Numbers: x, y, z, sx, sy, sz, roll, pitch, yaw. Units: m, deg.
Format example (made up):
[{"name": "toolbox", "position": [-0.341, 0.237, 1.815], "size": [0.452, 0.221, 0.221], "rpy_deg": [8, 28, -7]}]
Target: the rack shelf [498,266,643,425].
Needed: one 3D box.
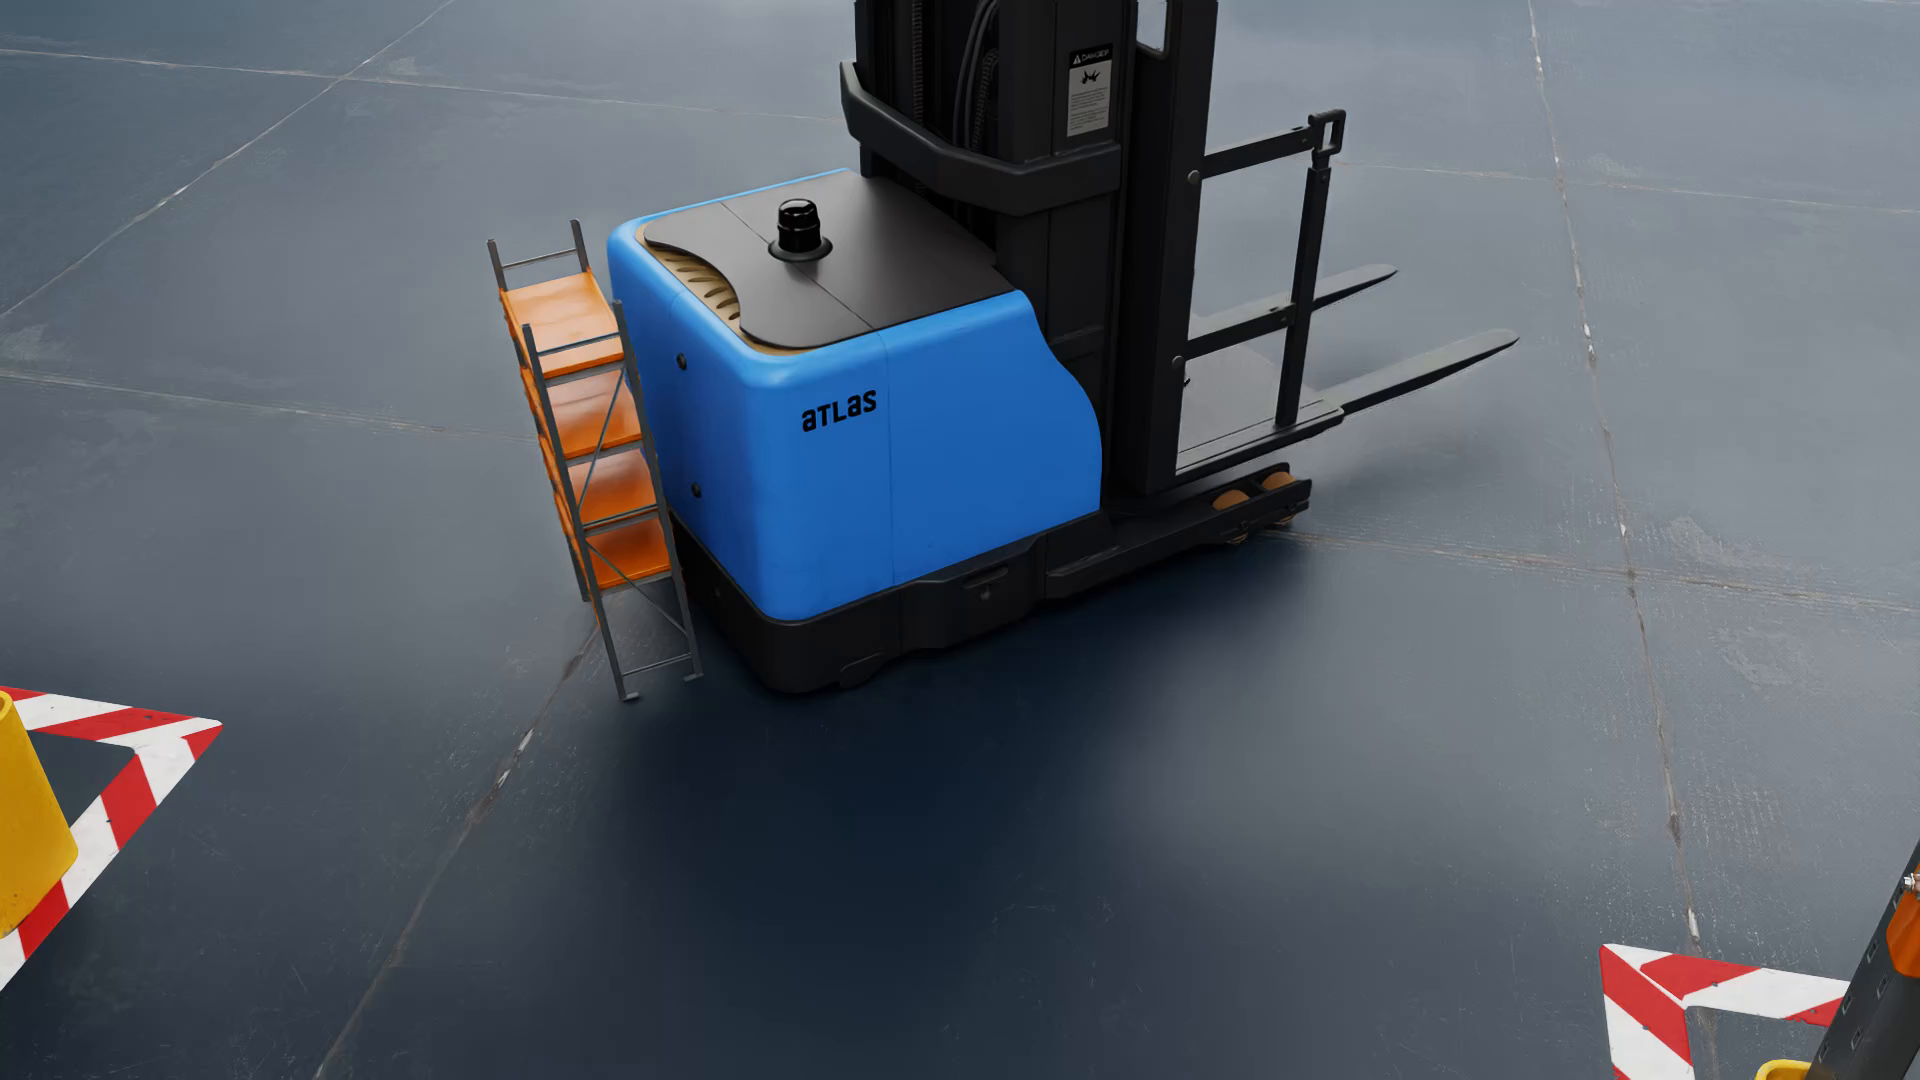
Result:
[{"name": "rack shelf", "position": [-0.997, -0.504, 4.240], "size": [0.258, 0.148, 0.480], "rpy_deg": [-17, 39, -15]}]

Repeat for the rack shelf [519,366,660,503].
[{"name": "rack shelf", "position": [-0.981, -0.317, 4.383], "size": [0.258, 0.148, 0.480], "rpy_deg": [-17, 39, -15]}]

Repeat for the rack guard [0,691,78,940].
[{"name": "rack guard", "position": [-2.801, 0.590, 4.010], "size": [1.175, 0.500, 0.348], "rpy_deg": [7, 37, 10]}]

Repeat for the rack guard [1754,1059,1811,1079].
[{"name": "rack guard", "position": [2.001, 1.327, 2.993], "size": [1.175, 0.500, 0.348], "rpy_deg": [7, 37, 10]}]

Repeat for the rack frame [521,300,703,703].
[{"name": "rack frame", "position": [-0.877, -0.061, 4.296], "size": [0.240, 1.200, 0.015], "rpy_deg": [-17, 39, -15]}]

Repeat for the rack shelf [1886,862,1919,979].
[{"name": "rack shelf", "position": [1.590, 1.709, 0.949], "size": [1.077, 0.370, 4.000], "rpy_deg": [7, 37, 10]}]

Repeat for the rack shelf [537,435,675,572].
[{"name": "rack shelf", "position": [-0.966, -0.140, 4.519], "size": [0.258, 0.148, 0.480], "rpy_deg": [-17, 39, -15]}]

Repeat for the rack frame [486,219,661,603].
[{"name": "rack frame", "position": [-1.063, -0.325, 4.661], "size": [0.240, 1.200, 0.015], "rpy_deg": [-17, 39, -15]}]

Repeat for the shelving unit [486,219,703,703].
[{"name": "shelving unit", "position": [-0.970, -0.193, 4.479], "size": [0.258, 1.200, 0.503], "rpy_deg": [-17, 39, -15]}]

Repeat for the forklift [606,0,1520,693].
[{"name": "forklift", "position": [0.518, -1.418, 4.709], "size": [3.031, 2.935, 1.130], "rpy_deg": [-20, 41, -25]}]

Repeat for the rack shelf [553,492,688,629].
[{"name": "rack shelf", "position": [-0.952, 0.017, 4.640], "size": [0.258, 0.148, 0.480], "rpy_deg": [-17, 39, -15]}]
